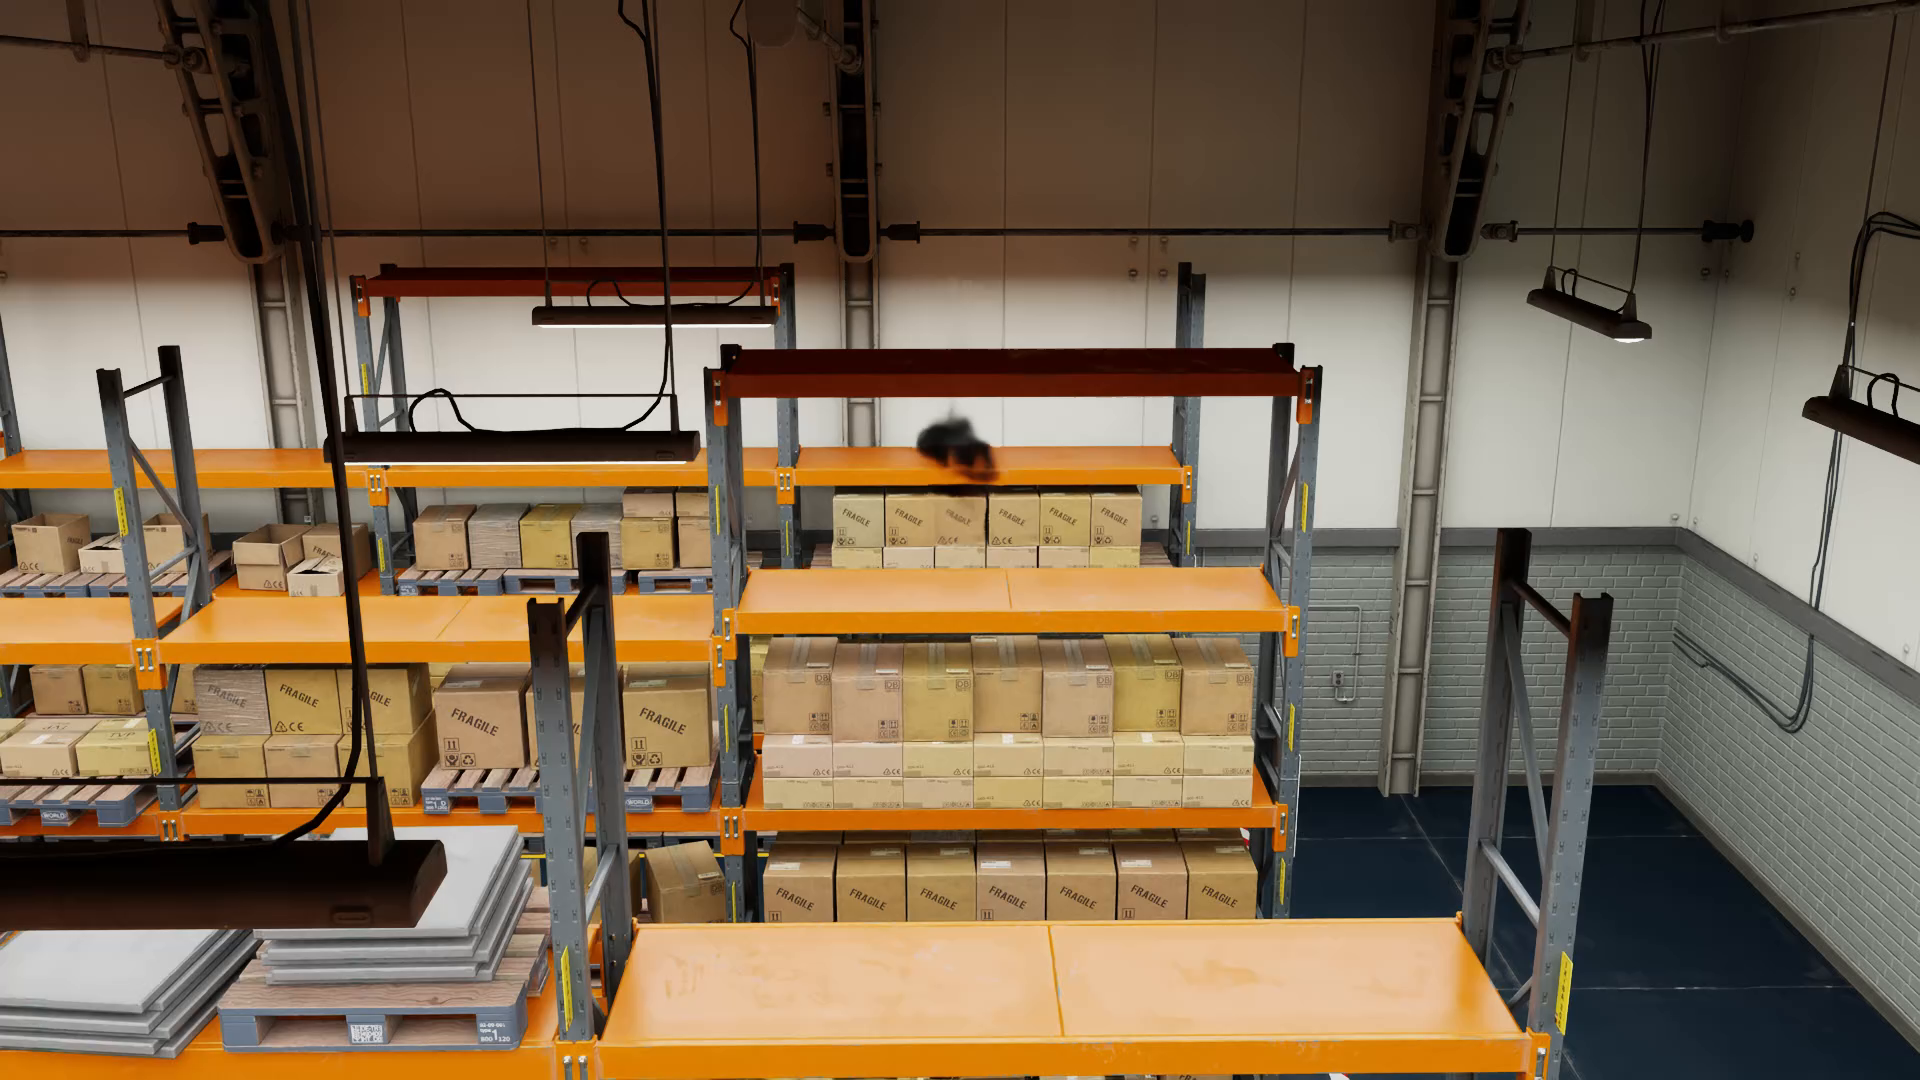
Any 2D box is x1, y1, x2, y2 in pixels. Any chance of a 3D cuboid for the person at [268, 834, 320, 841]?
[{"bbox_3d":[-5.985,3.106,14.770,0.605,1.749,0.628,0,16,2],"label":"person"}]
